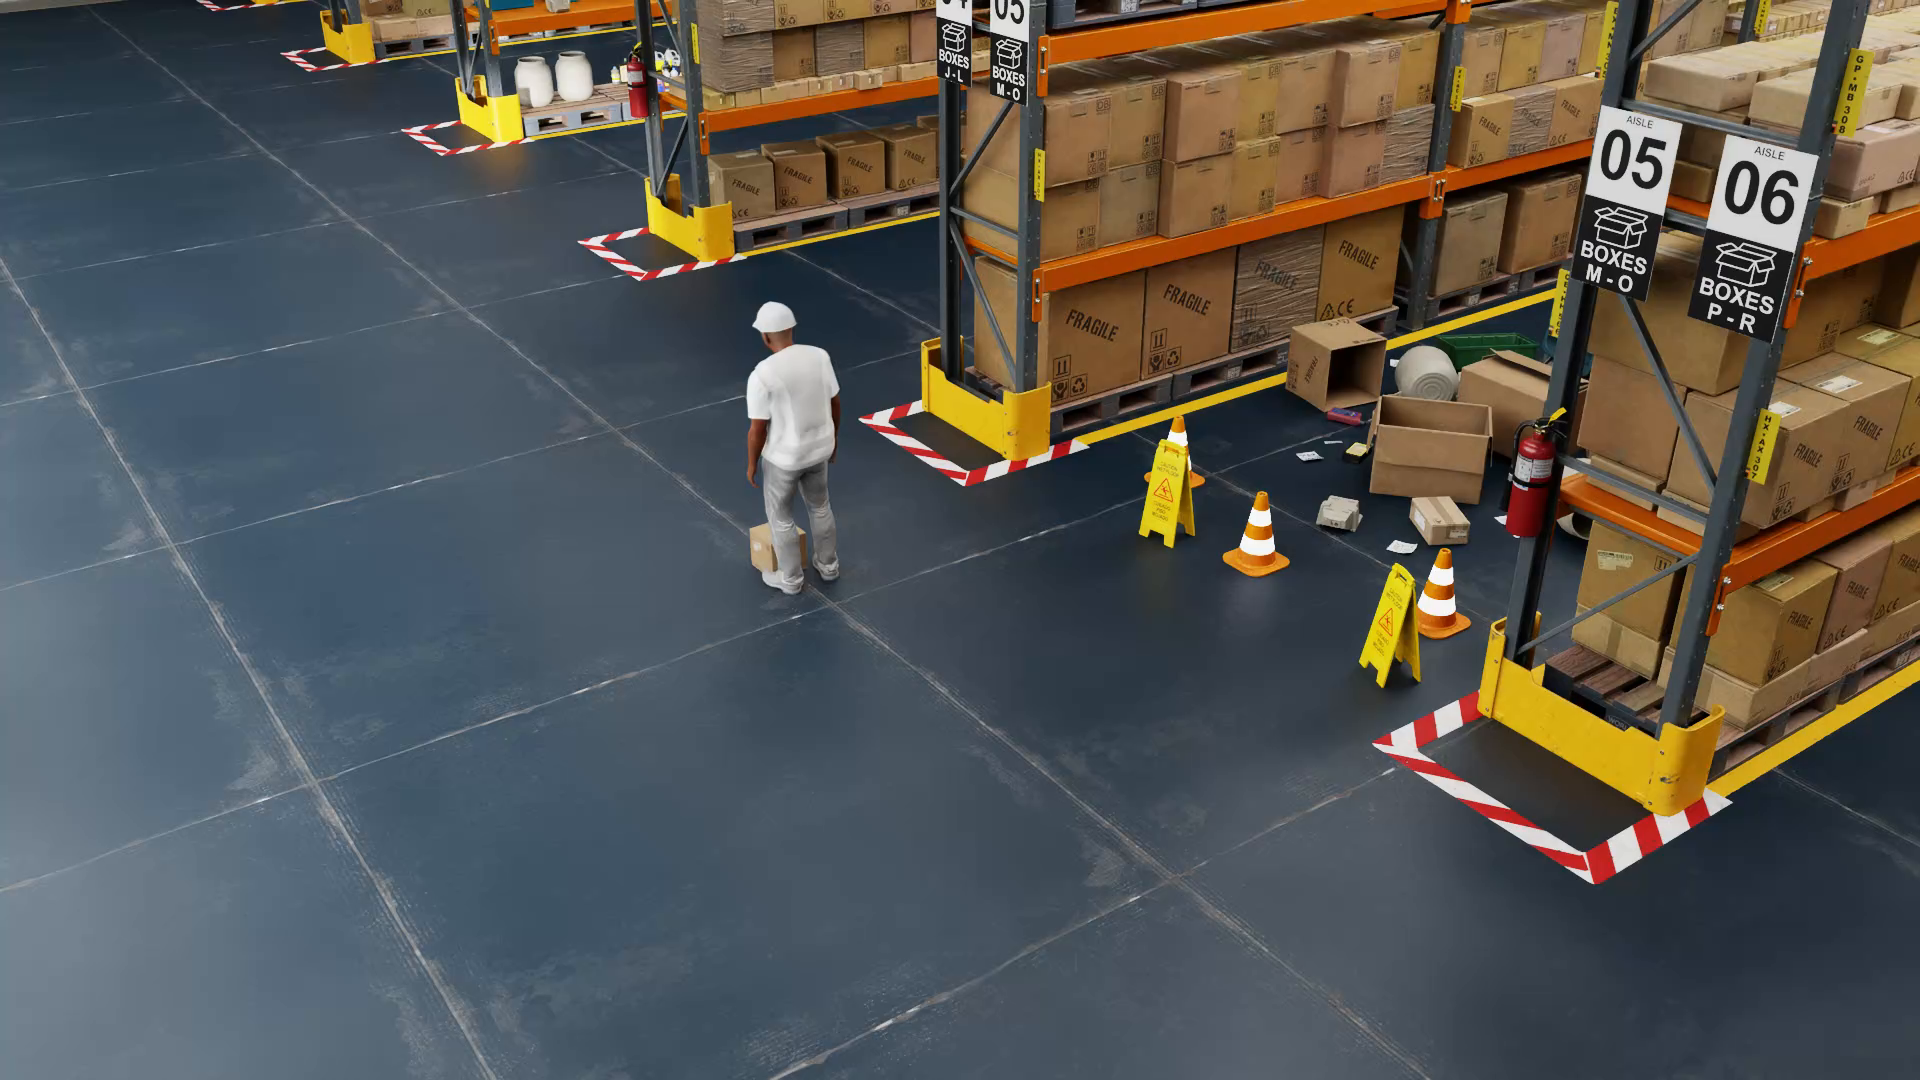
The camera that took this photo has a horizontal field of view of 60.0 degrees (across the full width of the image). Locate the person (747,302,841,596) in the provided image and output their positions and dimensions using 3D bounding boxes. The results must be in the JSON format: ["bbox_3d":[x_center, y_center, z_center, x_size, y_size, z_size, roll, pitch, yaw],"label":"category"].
[{"bbox_3d":[-0.964,-0.522,9.575,0.628,1.755,0.458,-21,35,-33],"label":"person"}]
